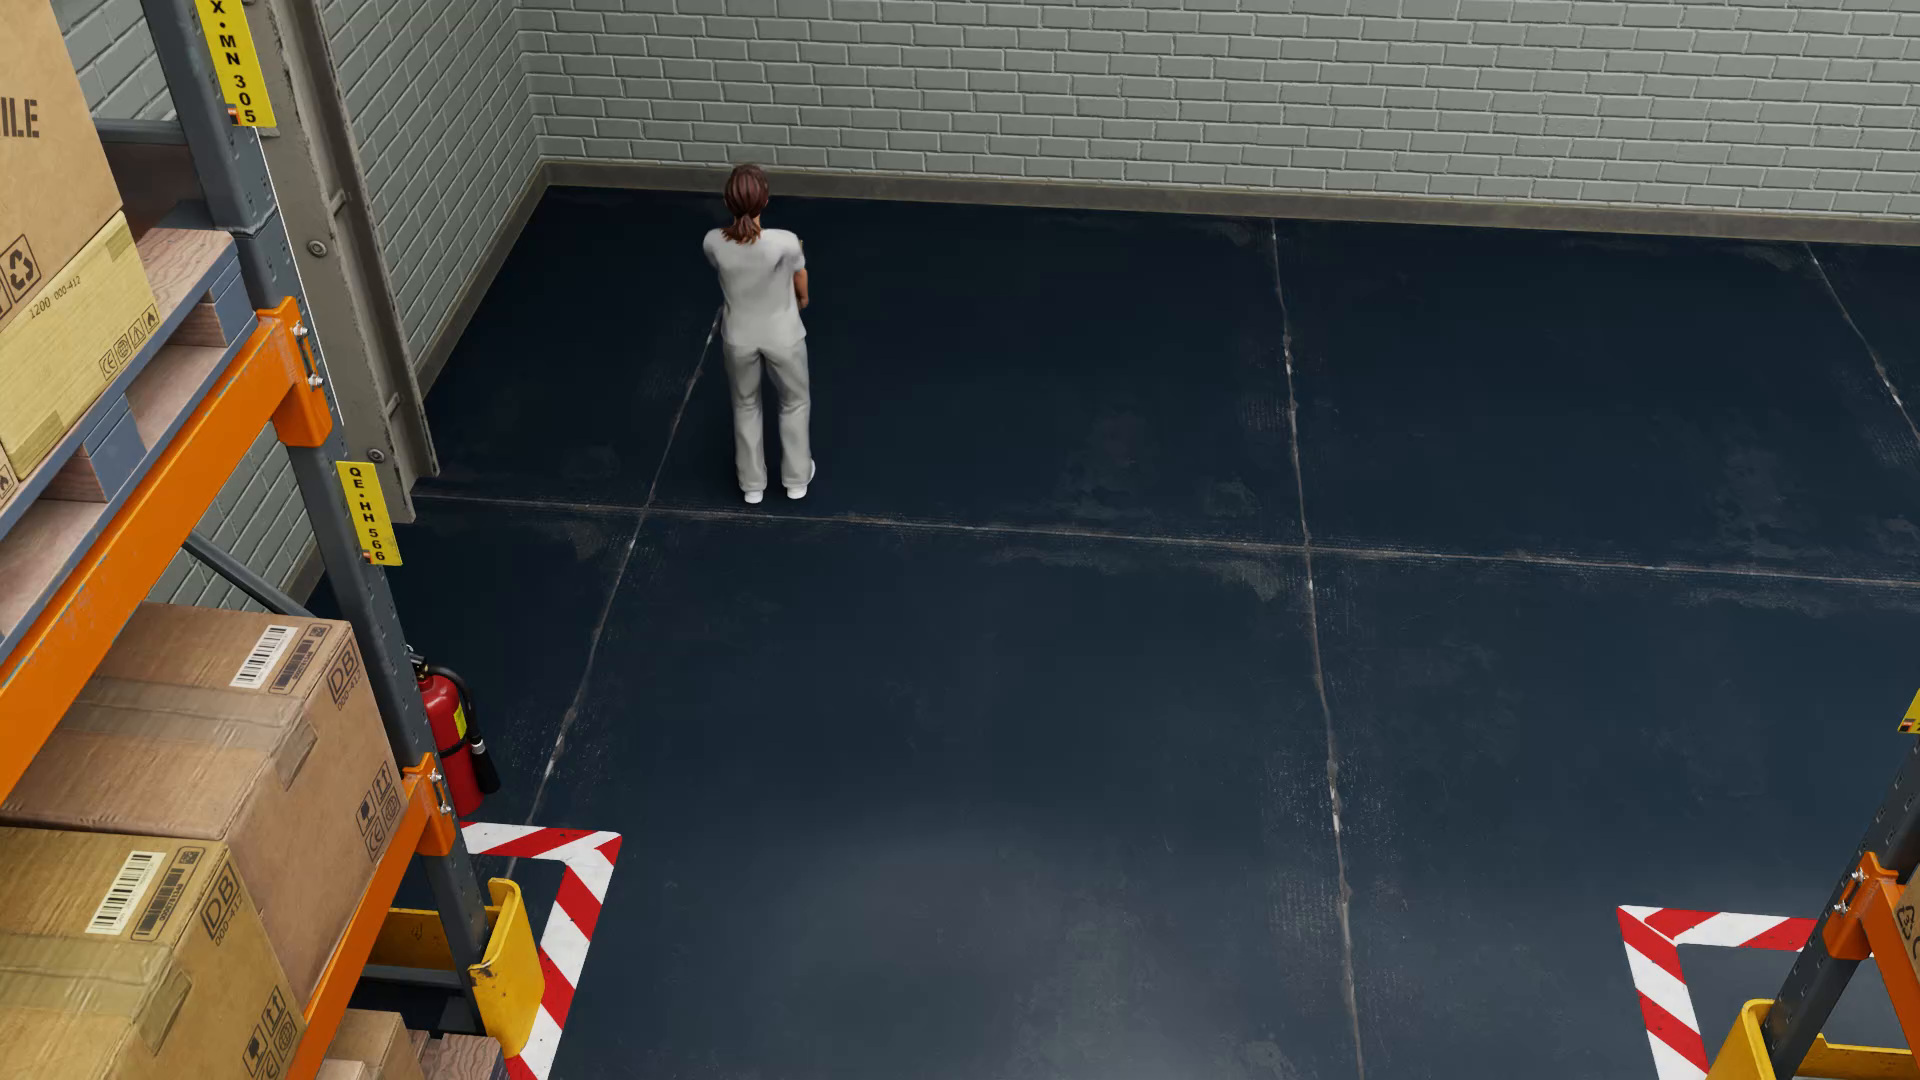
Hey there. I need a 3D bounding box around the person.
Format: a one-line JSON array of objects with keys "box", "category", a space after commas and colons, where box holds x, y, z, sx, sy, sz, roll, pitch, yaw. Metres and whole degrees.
[{"box": [-0.850, -0.915, 7.249, 0.409, 1.669, 0.536, 3, 40, 3], "category": "person"}]
